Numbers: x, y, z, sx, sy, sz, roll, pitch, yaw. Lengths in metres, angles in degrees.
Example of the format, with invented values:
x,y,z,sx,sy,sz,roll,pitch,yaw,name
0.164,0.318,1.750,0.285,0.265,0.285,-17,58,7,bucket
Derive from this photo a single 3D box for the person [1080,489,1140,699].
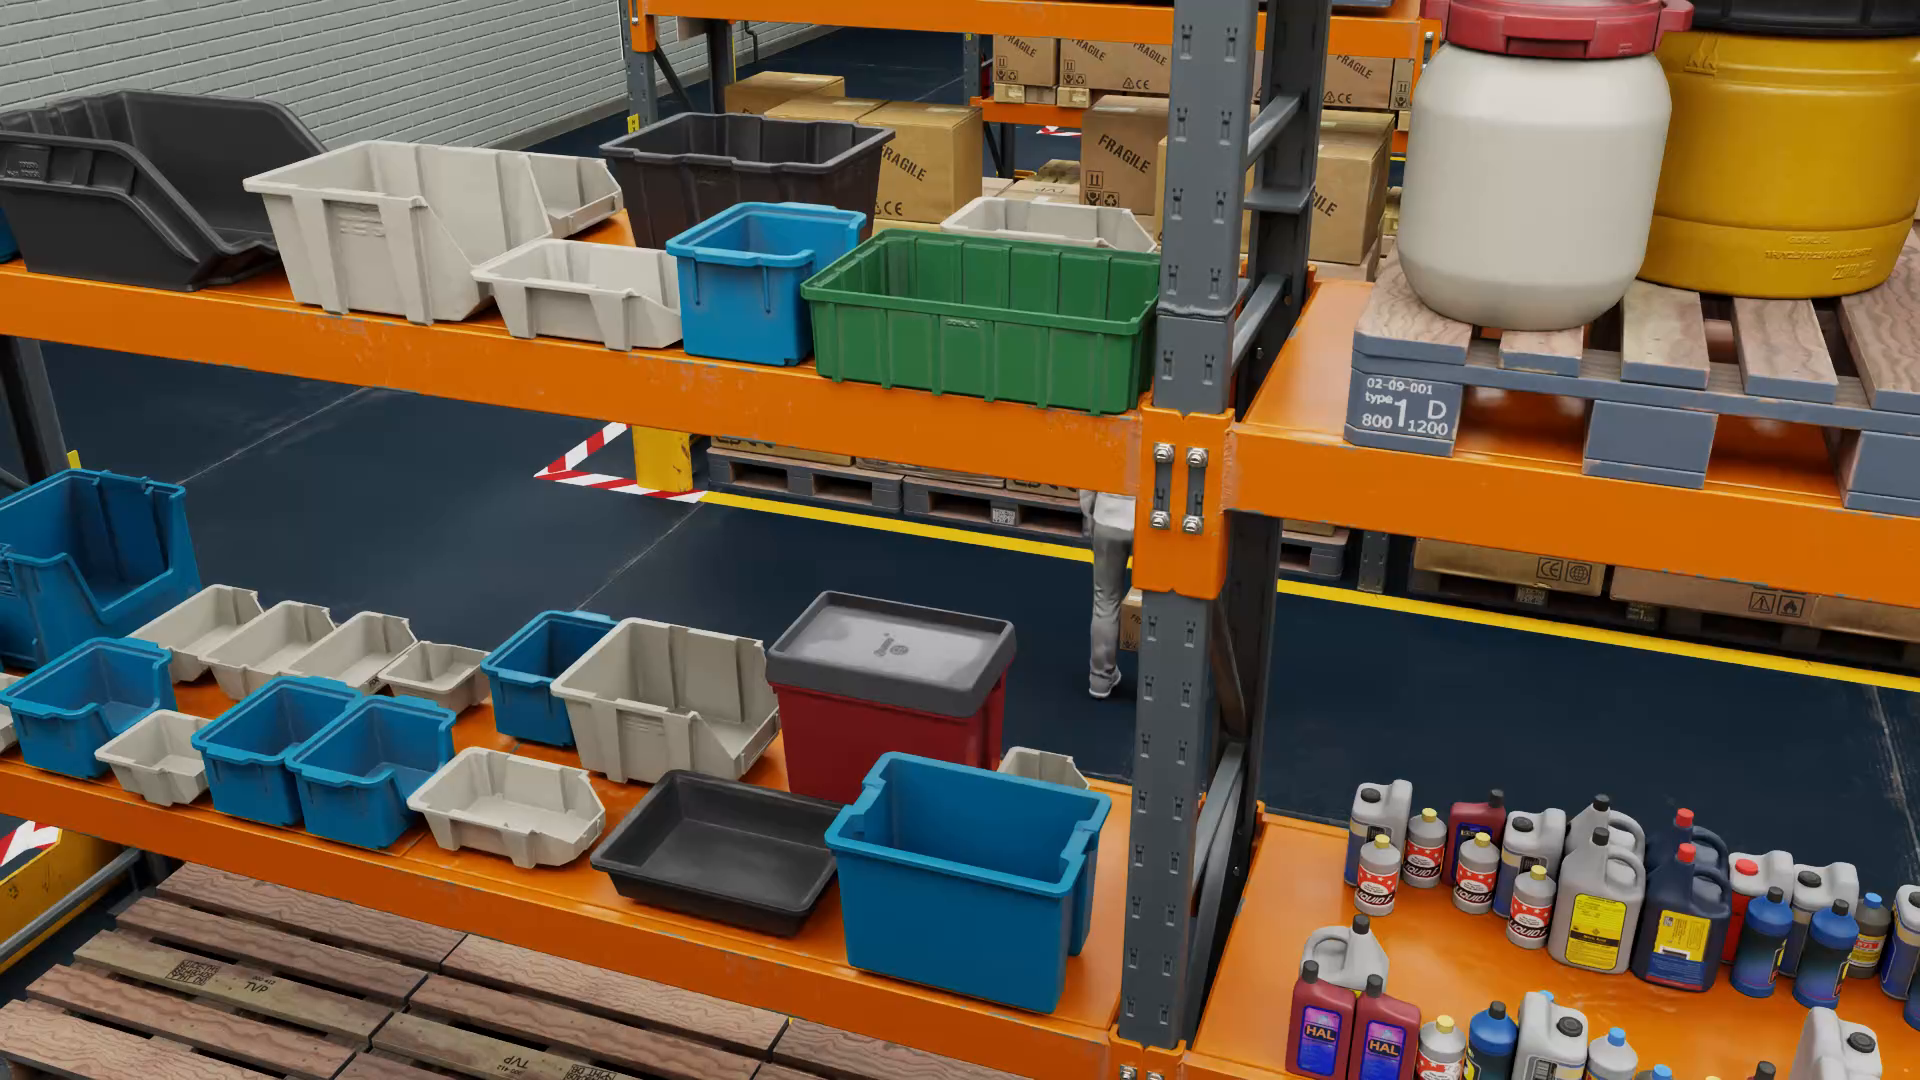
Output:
x,y,z,sx,sy,sz,roll,pitch,yaw,name
0.741,-0.056,7.243,0.476,1.659,0.338,9,27,19,person
